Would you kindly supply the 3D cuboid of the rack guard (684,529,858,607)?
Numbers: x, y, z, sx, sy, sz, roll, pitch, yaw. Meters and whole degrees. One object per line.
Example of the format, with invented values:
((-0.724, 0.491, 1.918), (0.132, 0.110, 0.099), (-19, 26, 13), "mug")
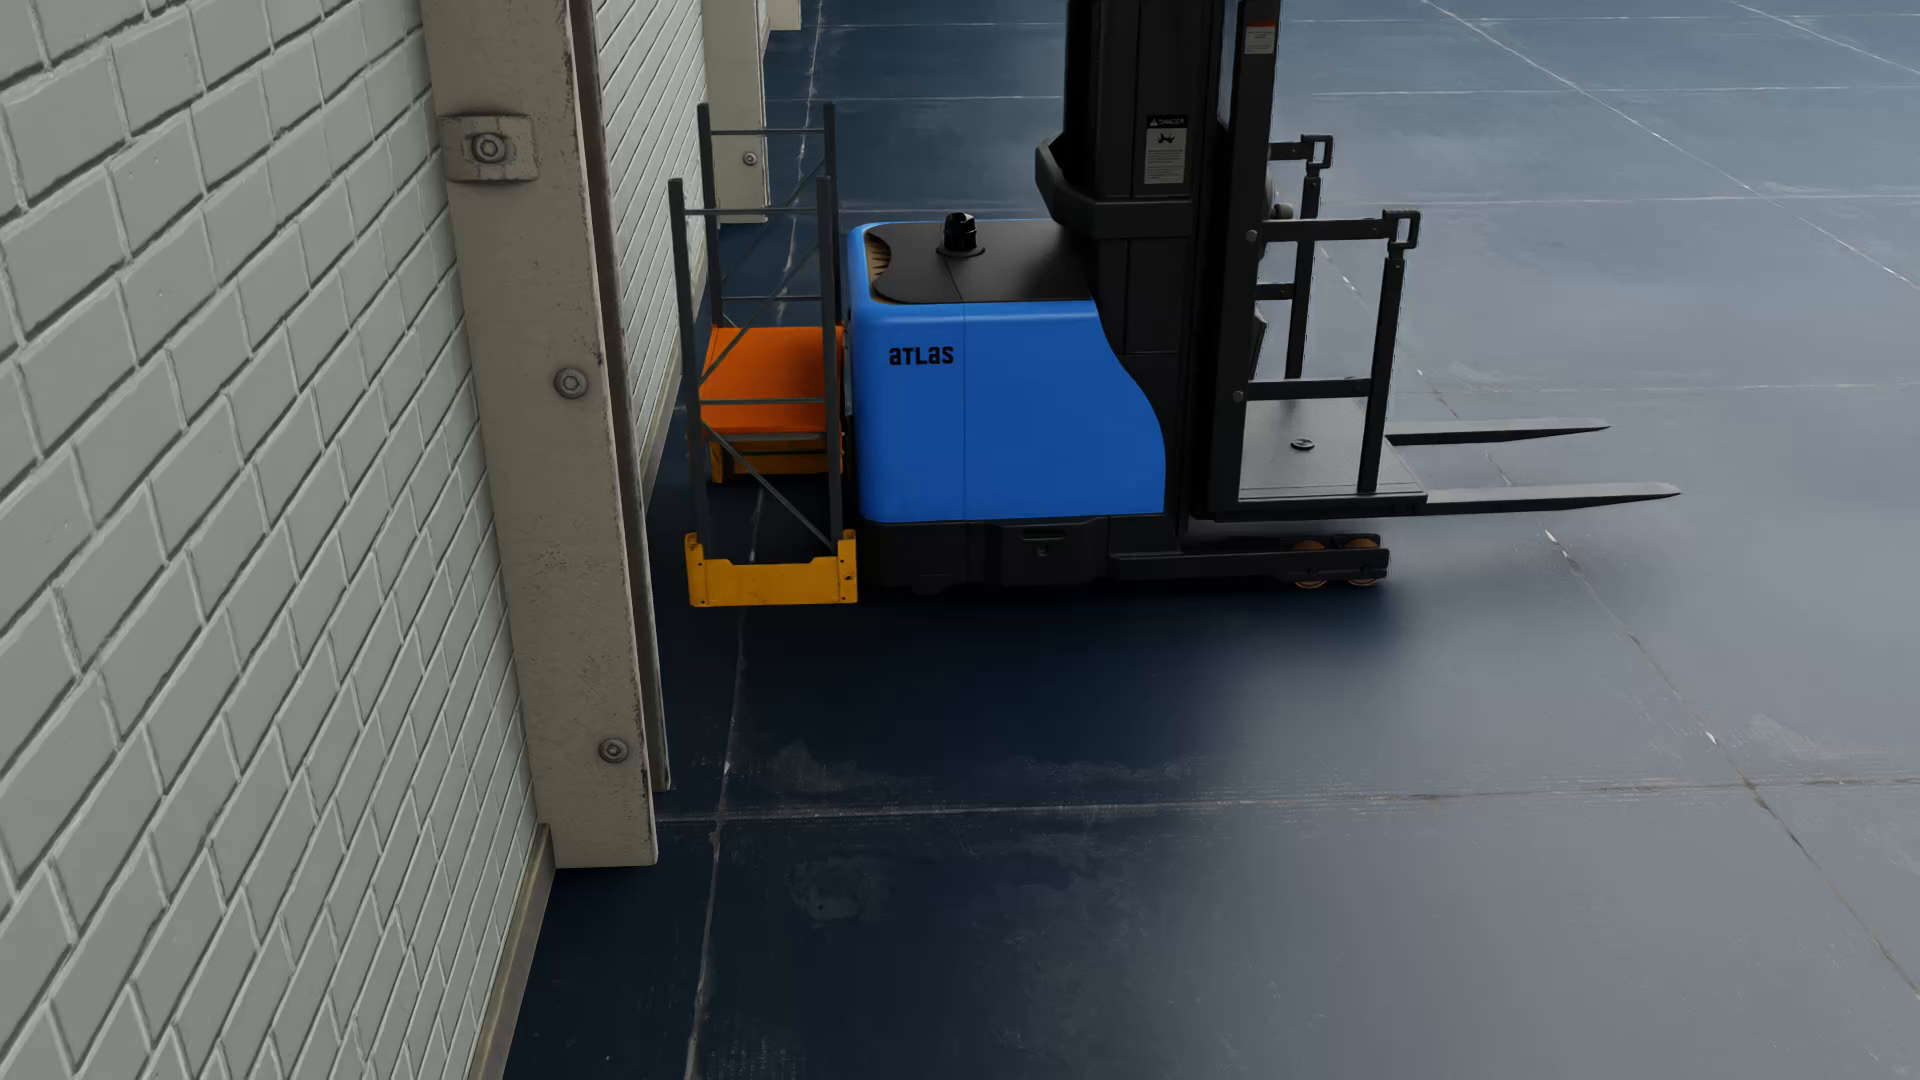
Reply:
((-0.653, 0.098, 5.792), (0.587, 0.250, 0.087), (-1, 28, -3), "rack guard")

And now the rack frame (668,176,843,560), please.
((-0.653, -0.456, 5.502), (0.500, 1.500, 0.032), (-1, 28, -3), "rack frame")

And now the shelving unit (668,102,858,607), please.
((-0.680, -0.686, 5.944), (0.587, 1.500, 1.083), (-1, 28, -3), "shelving unit")

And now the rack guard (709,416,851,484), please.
((-0.706, -0.362, 6.674), (0.587, 0.250, 0.087), (-1, 28, -3), "rack guard")

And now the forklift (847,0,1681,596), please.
((1.112, -1.370, 5.707), (3.031, 2.935, 1.130), (-2, 28, -4), "forklift")

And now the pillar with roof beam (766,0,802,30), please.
((2.677, -8.835, 13.459), (9.100, 9.000, 0.400), (-1, 28, -3), "pillar with roof beam")

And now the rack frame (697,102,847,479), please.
((-0.707, -0.925, 6.402), (0.500, 1.500, 0.032), (-1, 28, -3), "rack frame")

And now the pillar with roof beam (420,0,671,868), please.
((3.303, -3.294, 2.834), (9.100, 9.000, 0.400), (-1, 28, -3), "pillar with roof beam")

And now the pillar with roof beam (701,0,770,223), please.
((2.990, -6.065, 8.147), (9.100, 9.000, 0.400), (-1, 28, -3), "pillar with roof beam")

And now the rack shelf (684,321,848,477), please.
((-0.680, -0.531, 6.035), (0.538, 0.185, 1.000), (-1, 28, -3), "rack shelf")
